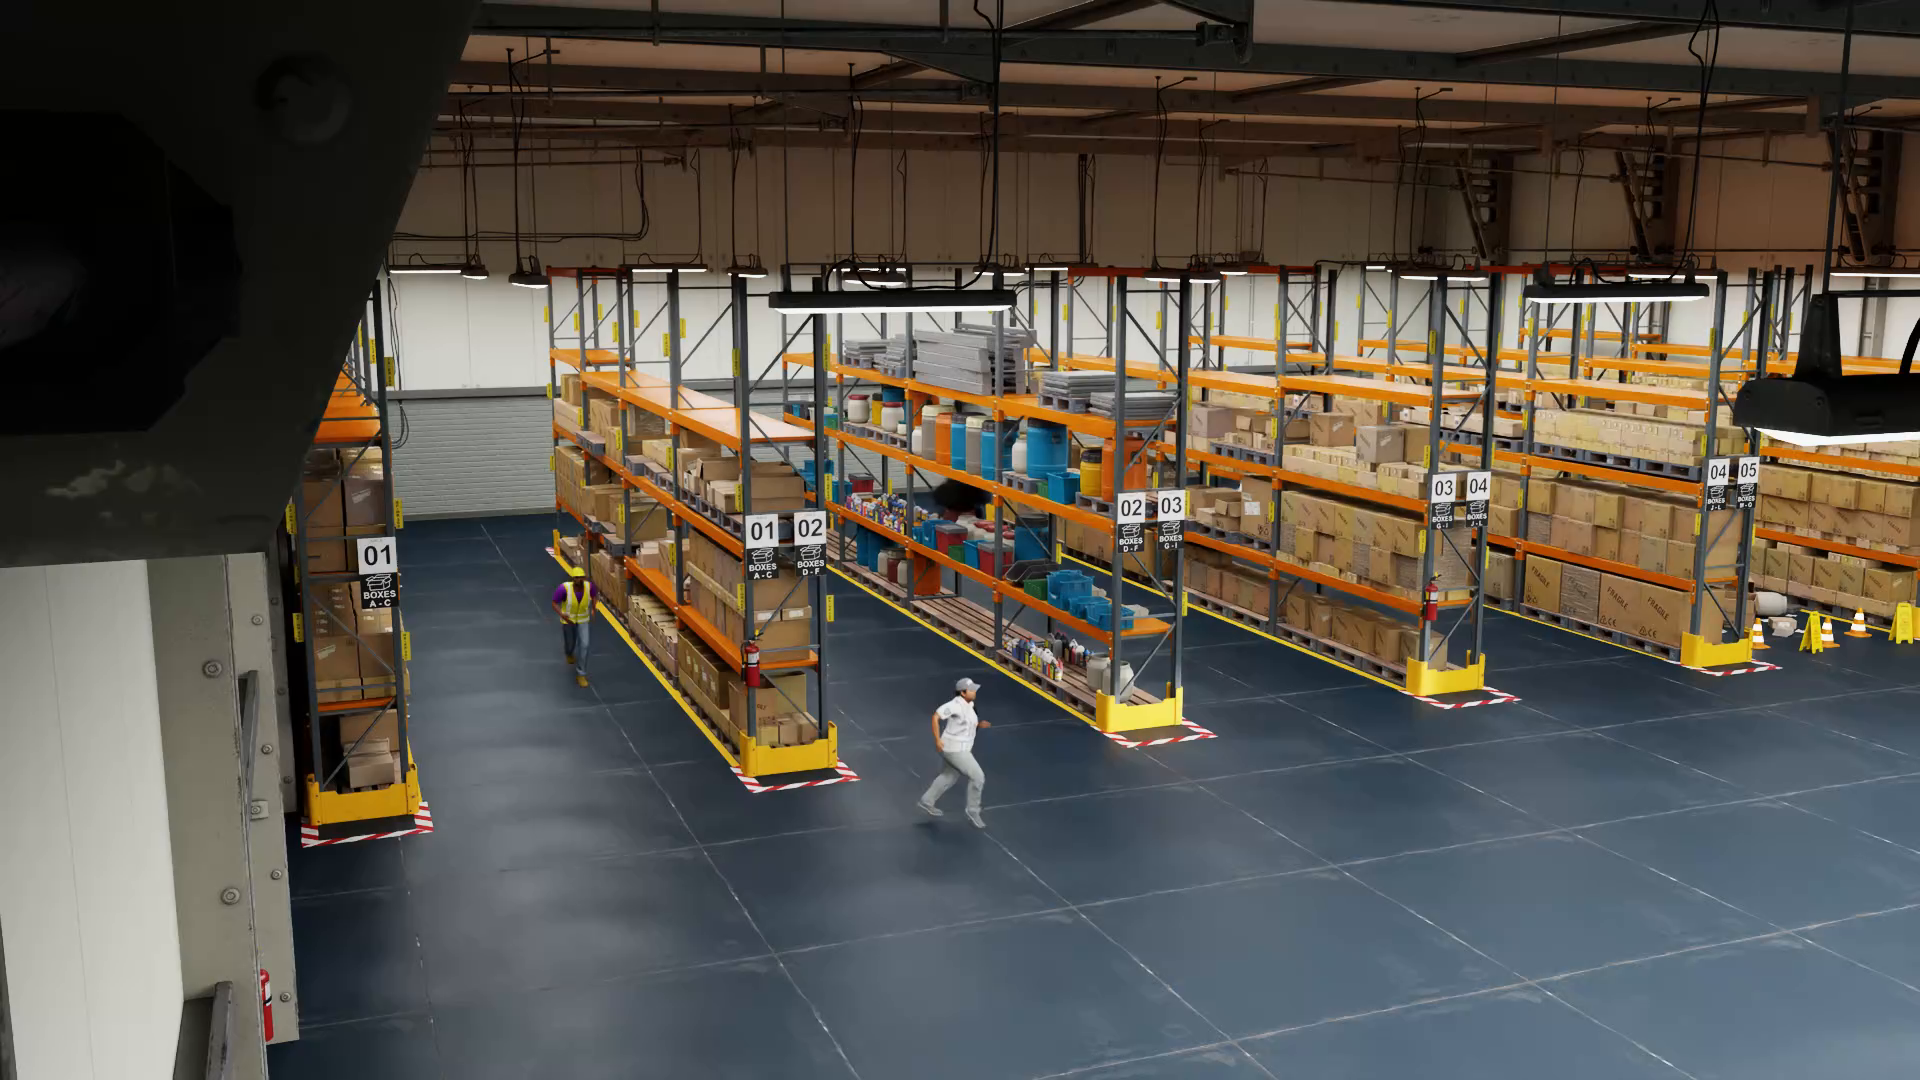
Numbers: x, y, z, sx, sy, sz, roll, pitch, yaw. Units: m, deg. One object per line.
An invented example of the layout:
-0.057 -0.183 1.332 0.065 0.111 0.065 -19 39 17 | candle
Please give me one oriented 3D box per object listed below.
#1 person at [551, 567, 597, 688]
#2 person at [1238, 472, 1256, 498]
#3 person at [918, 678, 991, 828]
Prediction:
-5.706 1.228 24.653 0.700 1.752 1.098 -4 11 -23 | person
6.107 -0.636 35.259 0.652 1.755 0.893 -5 11 -26 | person
-0.068 2.355 18.456 0.819 1.709 0.626 3 10 14 | person
